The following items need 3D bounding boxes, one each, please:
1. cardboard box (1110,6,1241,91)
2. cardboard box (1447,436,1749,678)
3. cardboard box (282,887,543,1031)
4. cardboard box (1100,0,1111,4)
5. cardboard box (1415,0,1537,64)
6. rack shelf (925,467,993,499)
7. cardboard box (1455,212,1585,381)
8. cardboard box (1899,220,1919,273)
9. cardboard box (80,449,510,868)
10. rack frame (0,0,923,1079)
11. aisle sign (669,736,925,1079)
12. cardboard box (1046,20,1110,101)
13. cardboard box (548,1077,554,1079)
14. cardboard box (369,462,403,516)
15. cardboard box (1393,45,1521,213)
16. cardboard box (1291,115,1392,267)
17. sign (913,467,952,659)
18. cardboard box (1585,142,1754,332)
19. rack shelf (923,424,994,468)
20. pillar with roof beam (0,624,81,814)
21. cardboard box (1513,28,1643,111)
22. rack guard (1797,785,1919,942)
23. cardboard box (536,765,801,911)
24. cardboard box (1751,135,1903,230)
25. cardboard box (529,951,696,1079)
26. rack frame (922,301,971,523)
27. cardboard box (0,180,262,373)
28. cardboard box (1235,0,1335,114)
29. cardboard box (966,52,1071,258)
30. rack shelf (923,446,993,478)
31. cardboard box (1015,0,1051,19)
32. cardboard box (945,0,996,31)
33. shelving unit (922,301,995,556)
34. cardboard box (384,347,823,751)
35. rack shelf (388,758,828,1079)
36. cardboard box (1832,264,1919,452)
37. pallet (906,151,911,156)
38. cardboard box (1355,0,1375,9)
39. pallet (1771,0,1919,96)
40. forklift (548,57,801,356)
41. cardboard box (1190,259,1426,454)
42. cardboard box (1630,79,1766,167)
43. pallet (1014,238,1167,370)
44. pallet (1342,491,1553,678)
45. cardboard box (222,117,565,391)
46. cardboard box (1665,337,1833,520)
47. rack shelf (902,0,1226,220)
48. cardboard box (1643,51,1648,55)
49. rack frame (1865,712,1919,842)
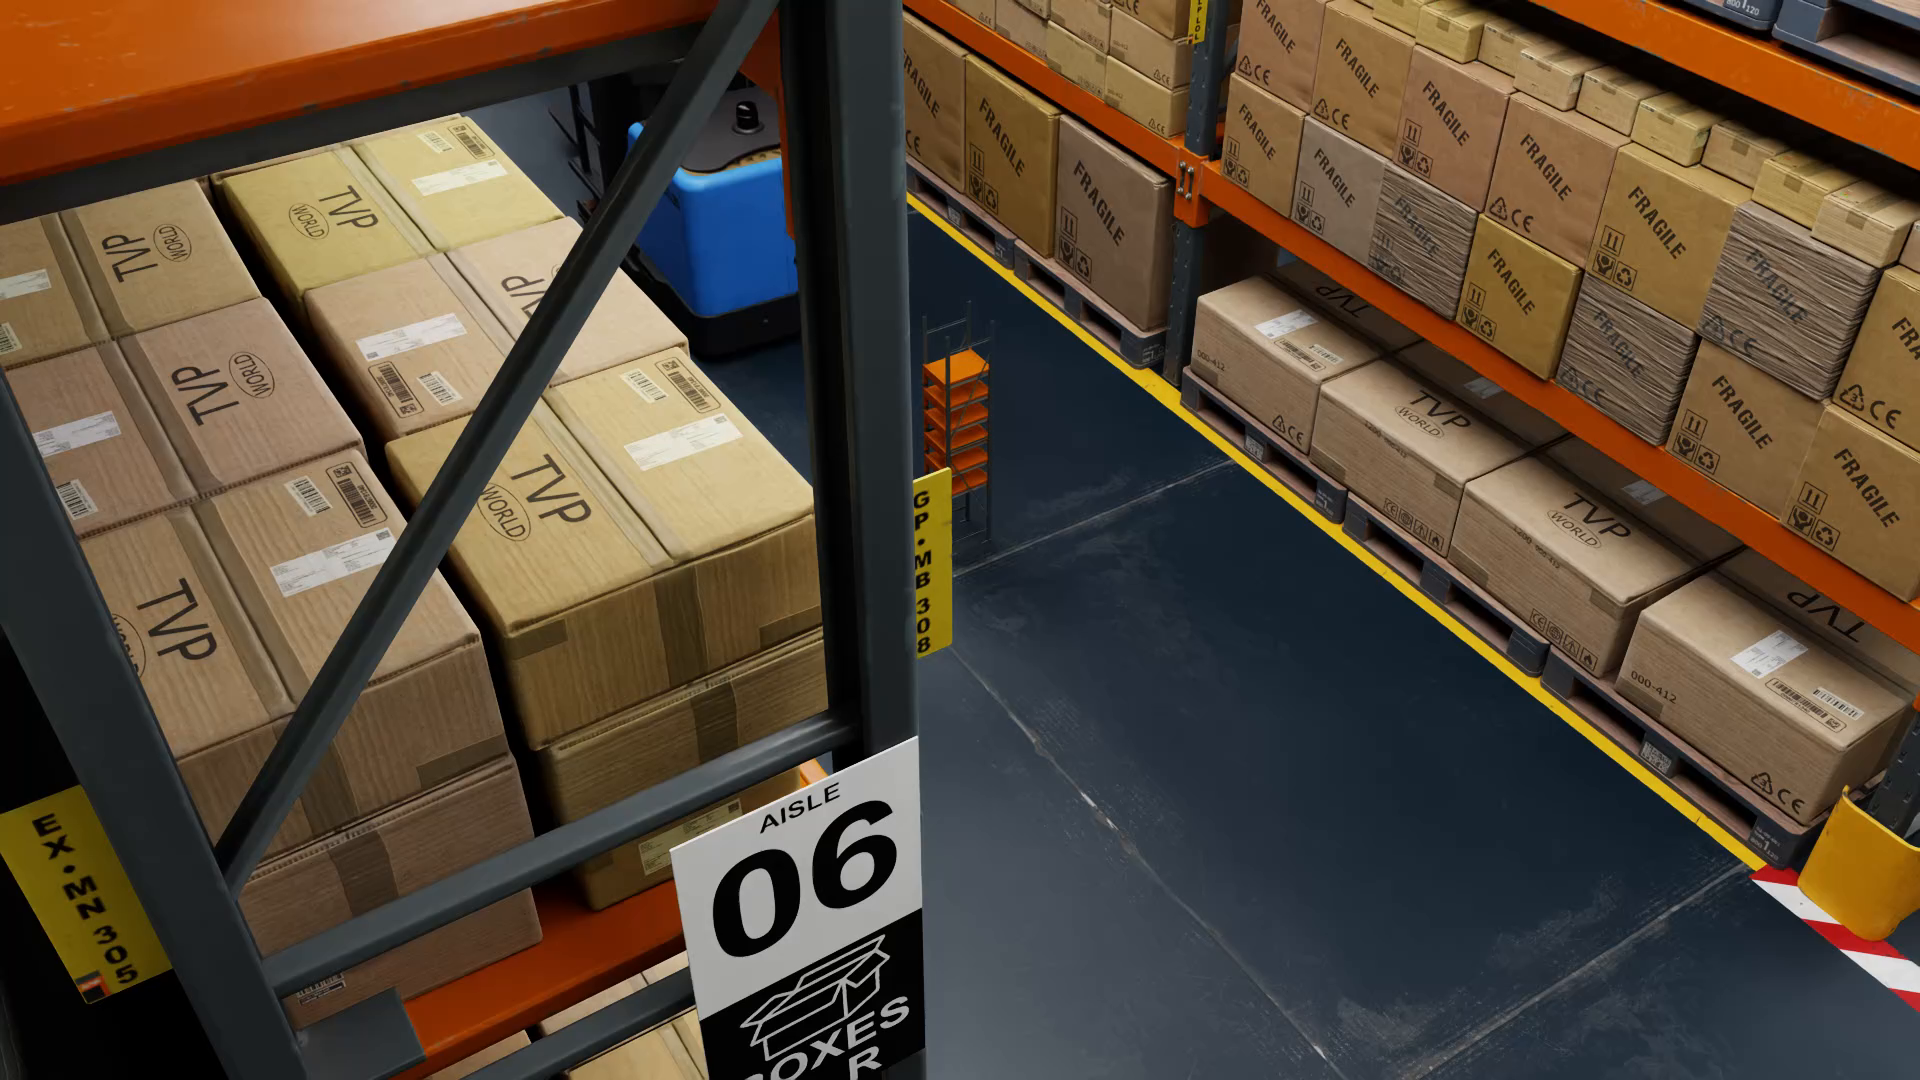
[{"bbox_3d":[1.078,-2.439,8.061,0.500,0.250,0.500,-22,45,-24],"label":"cardboard box"},{"bbox_3d":[2.733,0.019,7.058,0.875,0.438,0.875,-21,44,-23],"label":"cardboard box"},{"bbox_3d":[-0.879,0.570,2.576,0.380,0.149,0.250,-21,44,-23],"label":"cardboard box"},{"bbox_3d":[0.784,-3.004,8.153,0.500,0.500,0.500,-21,44,-24],"label":"cardboard box"},{"bbox_3d":[1.996,-1.998,6.438,0.380,0.149,0.250,-23,45,-26],"label":"cardboard box"},{"bbox_3d":[-0.008,-0.250,7.557,0.258,0.103,0.180,-22,45,-24],"label":"rack shelf"},{"bbox_3d":[2.358,-1.024,6.557,0.500,0.500,0.500,-21,44,-23],"label":"cardboard box"},{"bbox_3d":[3.152,-0.917,5.141,0.380,0.149,0.250,-21,44,-24],"label":"cardboard box"},{"bbox_3d":[-0.986,0.174,2.349,0.500,0.250,0.500,-23,45,-26],"label":"cardboard box"},{"bbox_3d":[-0.512,-0.586,1.423,1.000,3.000,0.127,-22,45,-24],"label":"rack frame"},{"bbox_3d":[-0.228,0.656,2.589,0.394,0.787,0.004,-22,45,-24],"label":"aisle sign"},{"bbox_3d":[0.794,-2.524,8.552,0.500,0.250,0.500,-23,45,-25],"label":"cardboard box"},{"bbox_3d":[-0.804,1.292,4.052,0.380,0.149,0.250,-23,45,-25],"label":"cardboard box"},{"bbox_3d":[-0.811,-0.091,3.057,0.500,0.250,0.500,-21,44,-24],"label":"cardboard box"},{"bbox_3d":[2.104,-1.677,6.561,0.500,0.500,0.500,-21,44,-24],"label":"cardboard box"},{"bbox_3d":[1.819,-1.573,7.216,0.500,0.500,0.500,-22,45,-24],"label":"cardboard box"},{"bbox_3d":[-0.055,0.044,2.328,0.100,0.325,0.005,-22,45,-24],"label":"sign"},{"bbox_3d":[2.642,-1.132,5.907,0.500,0.500,0.500,-22,45,-25],"label":"cardboard box"},{"bbox_3d":[-0.008,-0.435,7.404,0.258,0.103,0.180,-22,45,-24],"label":"rack shelf"},{"bbox_3d":[0.581,-3.540,4.969,9.100,9.000,0.400,-22,45,-24],"label":"pillar with roof beam"},{"bbox_3d":[2.274,-1.734,6.122,0.380,0.149,0.250,-22,45,-24],"label":"cardboard box"},{"bbox_3d":[3.684,0.982,6.181,1.175,0.500,0.348,-22,45,-24],"label":"rack guard"},{"bbox_3d":[-0.487,0.411,2.767,0.380,0.149,0.250,-21,44,-24],"label":"cardboard box"},{"bbox_3d":[2.842,-1.177,5.454,0.380,0.149,0.250,-21,44,-23],"label":"cardboard box"},{"bbox_3d":[-0.800,1.053,4.028,0.500,0.250,0.500,-22,44,-24],"label":"cardboard box"},{"bbox_3d":[-0.057,-0.518,7.435,0.240,1.200,0.006,-22,45,-24],"label":"rack frame"},{"bbox_3d":[-1.552,-0.381,3.016,0.500,0.250,0.500,-22,44,-24],"label":"cardboard box"},{"bbox_3d":[1.572,-2.233,7.227,0.500,0.500,0.500,-22,45,-24],"label":"cardboard box"},{"bbox_3d":[0.627,-2.288,9.484,0.875,0.875,0.875,-21,44,-23],"label":"cardboard box"},{"bbox_3d":[-0.008,-0.342,7.481,0.258,0.103,0.180,-22,45,-24],"label":"rack shelf"},{"bbox_3d":[0.519,-2.984,8.714,0.500,0.250,0.500,-21,44,-23],"label":"cardboard box"},{"bbox_3d":[0.257,-3.080,9.220,0.500,0.250,0.500,-22,45,-24],"label":"cardboard box"},{"bbox_3d":[-0.008,-0.469,7.375,0.258,1.200,0.189,-22,45,-24],"label":"shelving unit"},{"bbox_3d":[-0.539,-0.008,2.568,0.500,0.250,0.500,-23,45,-25],"label":"cardboard box"},{"bbox_3d":[-1.587,-0.236,3.909,1.077,0.370,4.000,-22,45,-24],"label":"rack shelf"},{"bbox_3d":[3.211,-0.592,5.259,0.500,0.500,0.500,-21,44,-23],"label":"cardboard box"},{"bbox_3d":[-0.270,-2.787,10.929,1.003,0.211,1.213,-22,45,-24],"label":"pallet"},{"bbox_3d":[1.795,-2.306,6.809,0.380,0.149,0.250,-23,45,-25],"label":"cardboard box"},{"bbox_3d":[3.263,-1.507,4.941,1.003,0.211,1.213,-22,45,-24],"label":"pallet"},{"bbox_3d":[-1.639,-3.031,9.098,1.130,2.935,3.031,-20,44,-22],"label":"forklift"},{"bbox_3d":[1.767,-0.952,8.222,0.875,0.438,0.875,-23,45,-25],"label":"cardboard box"},{"bbox_3d":[2.577,-1.458,5.791,0.380,0.149,0.250,-21,44,-23],"label":"cardboard box"},{"bbox_3d":[1.042,-1.470,9.349,1.003,0.211,1.213,-22,45,-24],"label":"pallet"},{"bbox_3d":[2.523,0.017,7.564,1.003,0.211,1.213,-22,45,-24],"label":"pallet"},{"bbox_3d":[-1.078,-0.555,3.224,0.500,0.250,0.500,-23,45,-25],"label":"cardboard box"},{"bbox_3d":[2.931,-0.475,5.899,0.500,0.500,0.500,-23,45,-25],"label":"cardboard box"},{"bbox_3d":[0.445,-2.954,9.513,1.077,0.370,4.000,-22,45,-24],"label":"rack shelf"},{"bbox_3d":[2.733,-1.926,6.353,0.380,0.149,0.250,-22,45,-24],"label":"cardboard box"},{"bbox_3d":[3.671,0.008,5.397,1.000,3.000,0.127,-22,45,-24],"label":"rack frame"}]
